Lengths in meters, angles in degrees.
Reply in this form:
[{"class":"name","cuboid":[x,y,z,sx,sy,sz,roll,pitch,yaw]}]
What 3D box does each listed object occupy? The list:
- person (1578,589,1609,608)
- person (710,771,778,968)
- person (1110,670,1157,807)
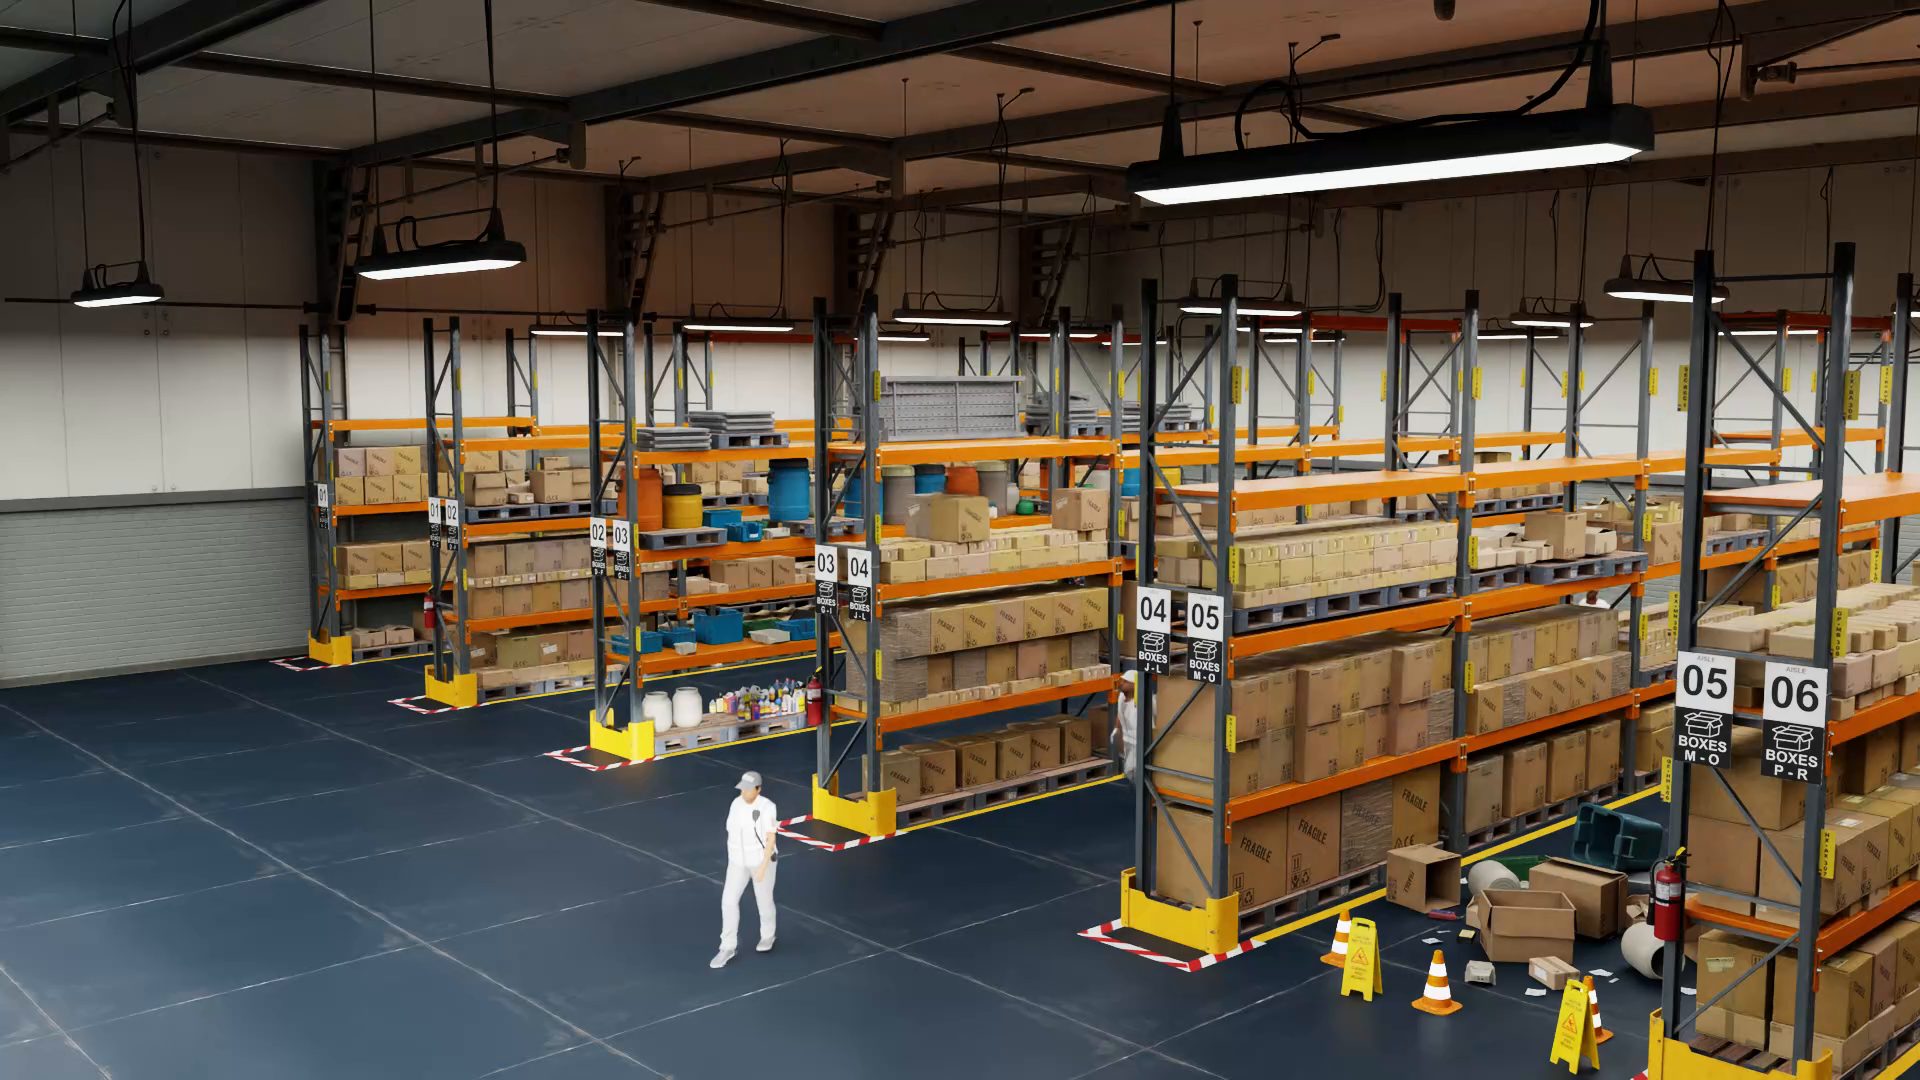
[{"class":"person","cuboid":[10.333,1.551,27.231,0.602,1.710,1.081,6,8,44]},{"class":"person","cuboid":[-1.860,2.861,14.653,0.495,1.652,0.762,2,6,16]},{"class":"person","cuboid":[2.112,2.355,19.567,0.637,1.688,0.723,-4,7,-32]}]
